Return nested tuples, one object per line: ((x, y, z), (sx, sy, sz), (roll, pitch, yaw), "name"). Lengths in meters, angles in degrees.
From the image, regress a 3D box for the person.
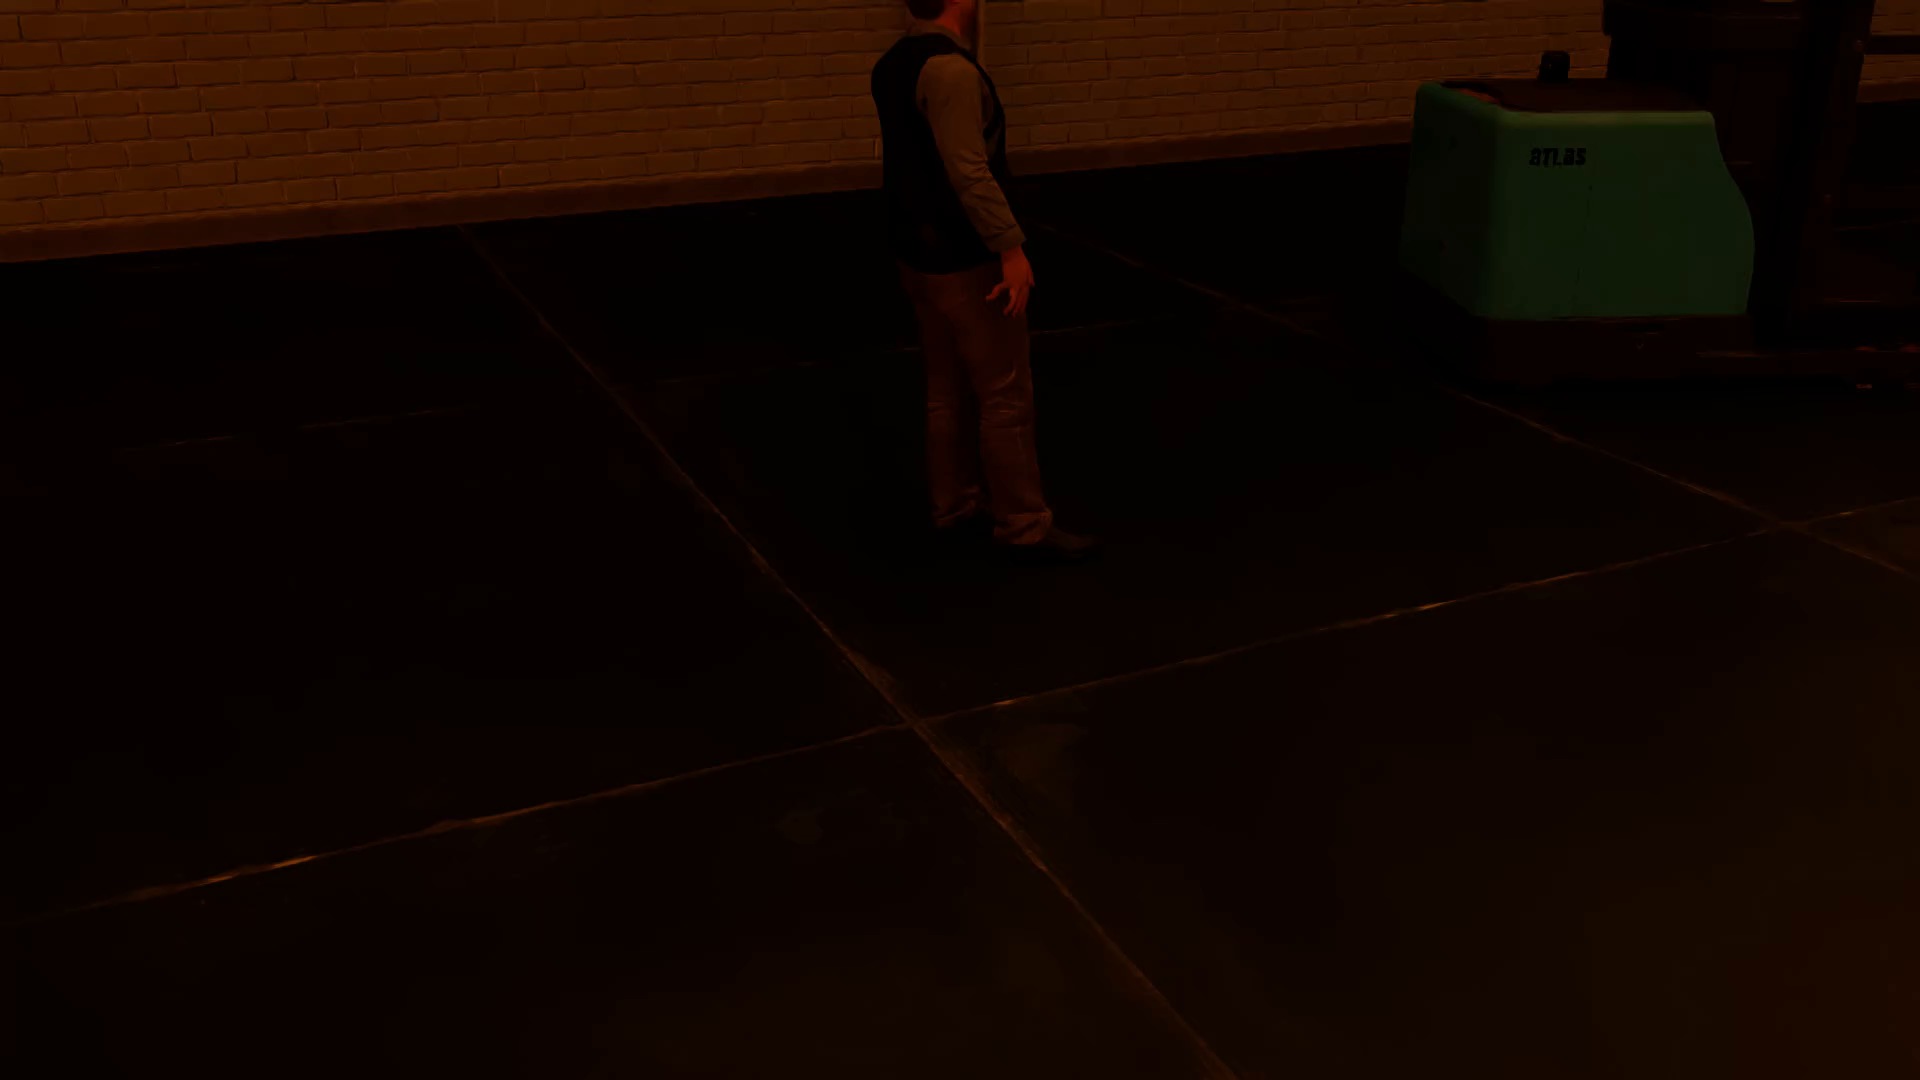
((0.060, -0.809, 4.791), (0.567, 1.720, 0.632), (-10, 25, -23), "person")

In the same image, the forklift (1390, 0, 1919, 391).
((3.425, -2.147, 6.455), (3.031, 2.935, 1.130), (-2, 23, -5), "forklift")
